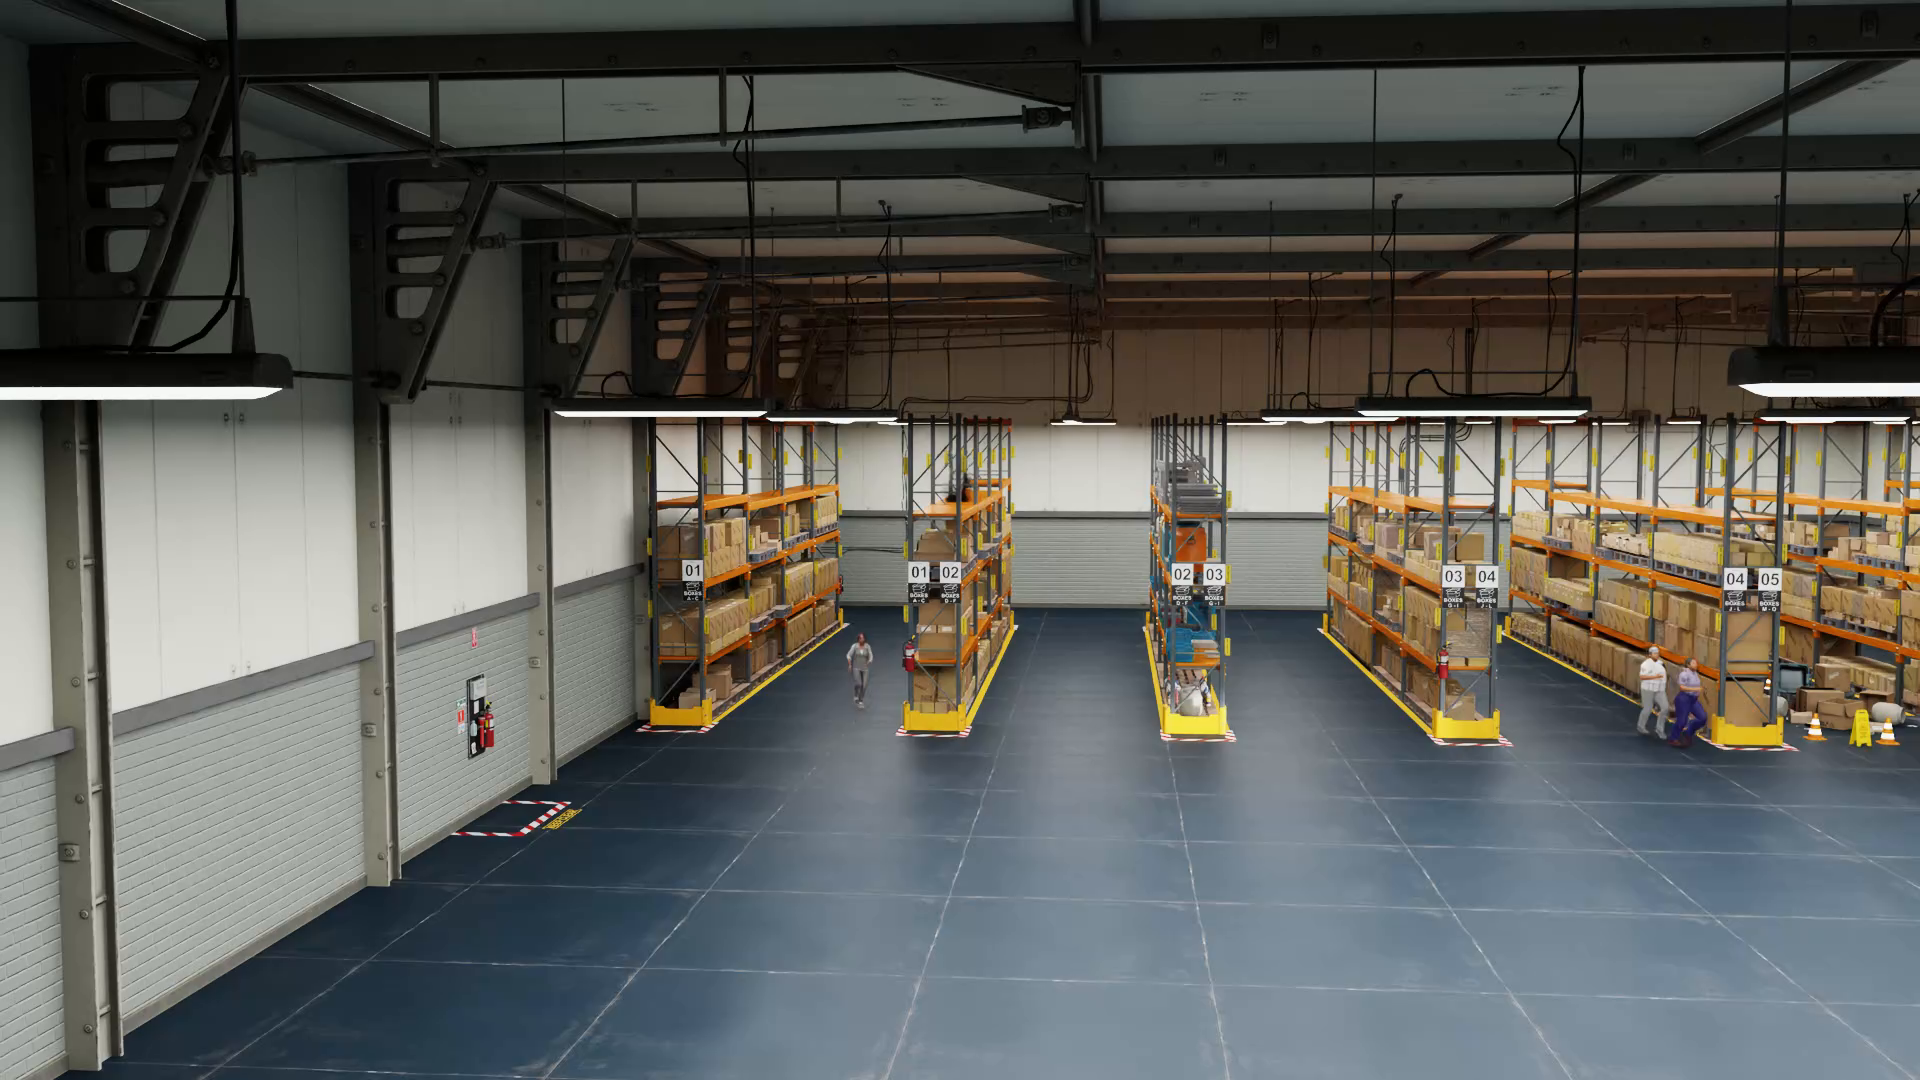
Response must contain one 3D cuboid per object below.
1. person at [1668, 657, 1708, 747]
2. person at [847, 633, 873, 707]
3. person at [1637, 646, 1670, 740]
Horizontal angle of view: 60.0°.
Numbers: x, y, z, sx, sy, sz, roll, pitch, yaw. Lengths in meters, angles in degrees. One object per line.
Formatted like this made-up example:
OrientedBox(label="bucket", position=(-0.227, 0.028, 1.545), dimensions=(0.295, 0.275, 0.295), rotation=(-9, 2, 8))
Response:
OrientedBox(label="person", position=(13.114, 2.910, 29.823), dimensions=(0.632, 1.624, 0.660), rotation=(-2, 4, -30))
OrientedBox(label="person", position=(-2.023, 2.660, 33.891), dimensions=(0.515, 1.554, 0.627), rotation=(-1, 4, -13))
OrientedBox(label="person", position=(12.839, 2.829, 30.775), dimensions=(0.584, 1.725, 0.701), rotation=(-1, 4, -12))
